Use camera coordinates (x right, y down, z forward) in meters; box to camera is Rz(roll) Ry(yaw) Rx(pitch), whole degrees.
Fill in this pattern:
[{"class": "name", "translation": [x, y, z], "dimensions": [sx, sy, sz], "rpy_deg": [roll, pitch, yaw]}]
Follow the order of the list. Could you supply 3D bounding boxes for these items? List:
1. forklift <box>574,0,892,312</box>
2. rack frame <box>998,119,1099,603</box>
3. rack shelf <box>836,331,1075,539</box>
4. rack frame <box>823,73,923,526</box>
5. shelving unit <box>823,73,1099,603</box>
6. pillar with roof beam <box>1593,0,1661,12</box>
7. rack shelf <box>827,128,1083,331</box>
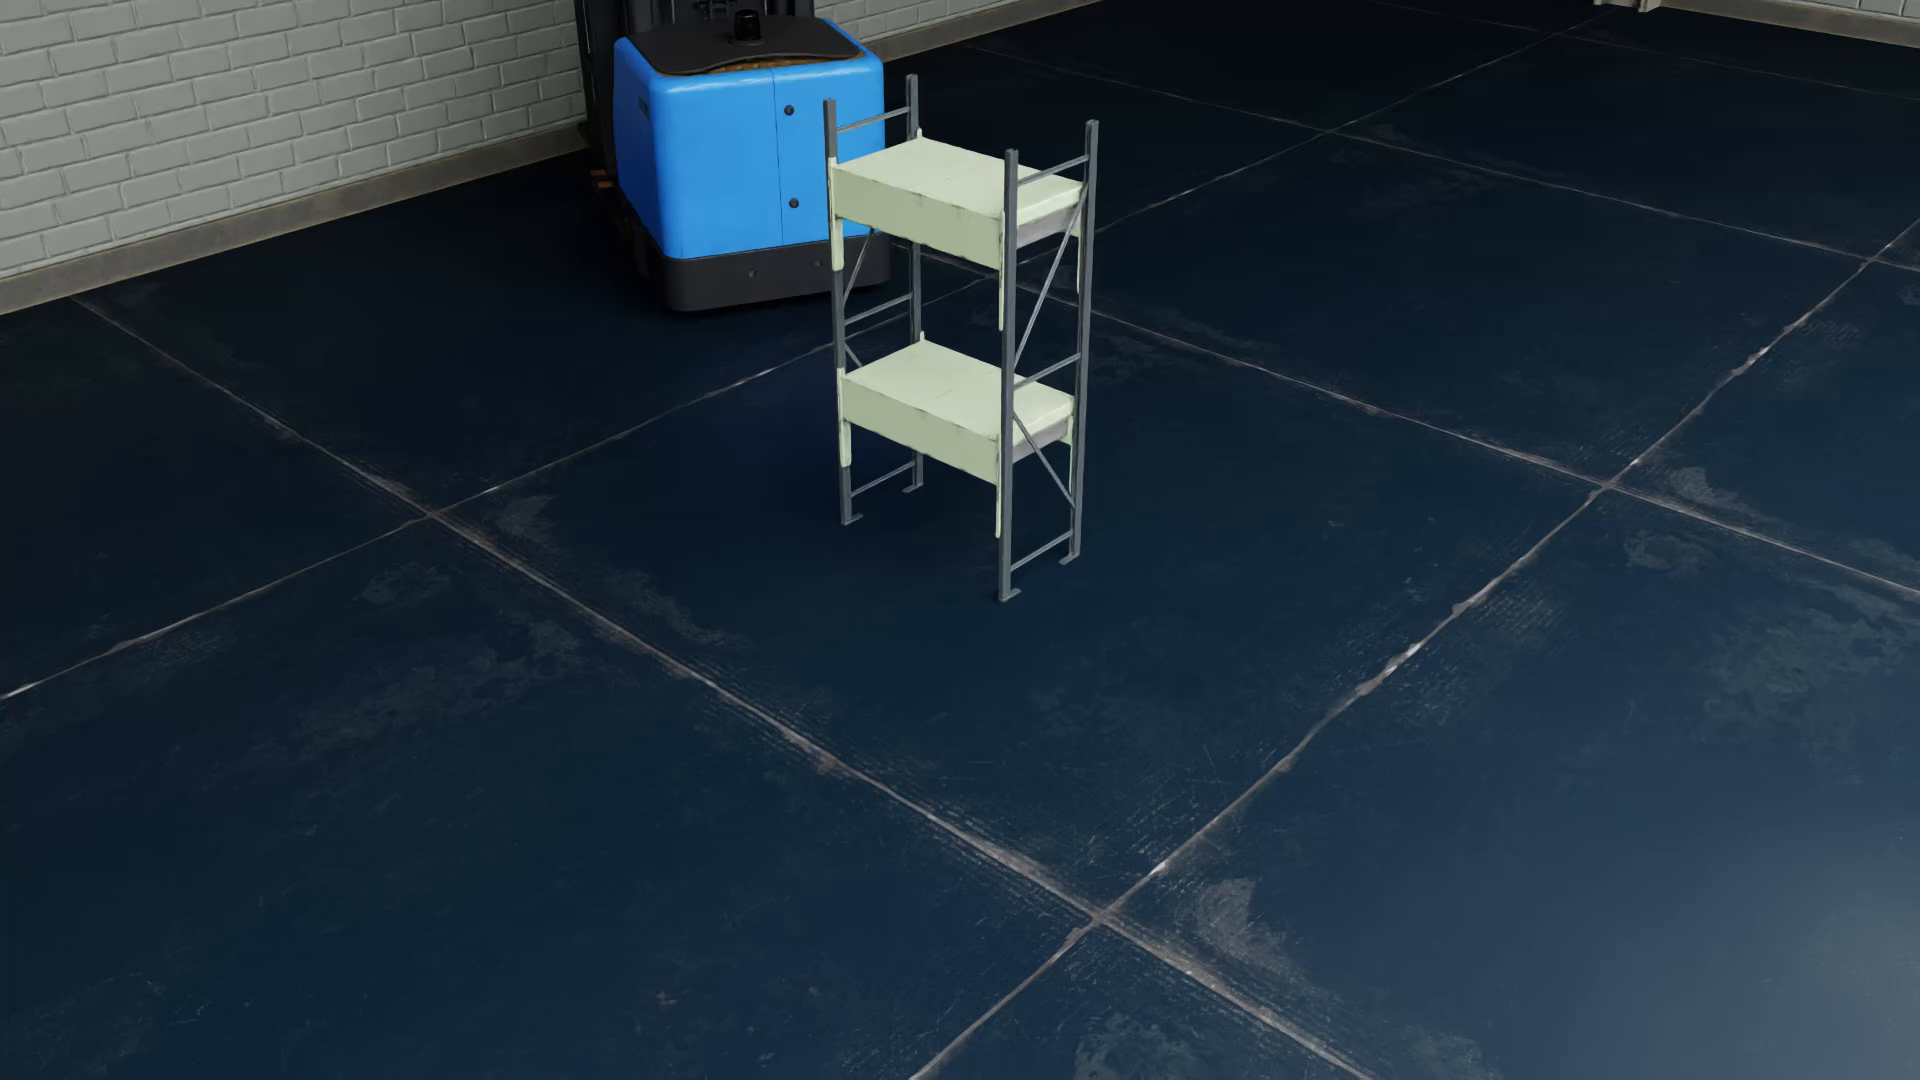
[{"class": "forklift", "translation": [-1.321, -3.000, 7.891], "dimensions": [1.130, 2.935, 3.031], "rpy_deg": [-11, 33, -18]}, {"class": "rack frame", "translation": [0.266, -0.518, 5.157], "dimensions": [0.023, 1.500, 0.400], "rpy_deg": [25, 39, 35]}, {"class": "rack shelf", "translation": [-0.005, -0.366, 5.535], "dimensions": [0.720, 0.370, 0.431], "rpy_deg": [25, 39, 35]}, {"class": "rack frame", "translation": [-0.276, -0.772, 5.577], "dimensions": [0.023, 1.500, 0.400], "rpy_deg": [25, 39, 35]}, {"class": "shelving unit", "translation": [-0.005, -0.645, 5.367], "dimensions": [0.755, 1.500, 0.431], "rpy_deg": [25, 39, 35]}, {"class": "pillar with roof beam", "translation": [2.071, -6.192, 7.310], "dimensions": [0.400, 9.000, 9.100], "rpy_deg": [25, 39, 35]}, {"class": "rack shelf", "translation": [-0.005, -0.979, 5.166], "dimensions": [0.720, 0.370, 0.431], "rpy_deg": [25, 39, 35]}]
